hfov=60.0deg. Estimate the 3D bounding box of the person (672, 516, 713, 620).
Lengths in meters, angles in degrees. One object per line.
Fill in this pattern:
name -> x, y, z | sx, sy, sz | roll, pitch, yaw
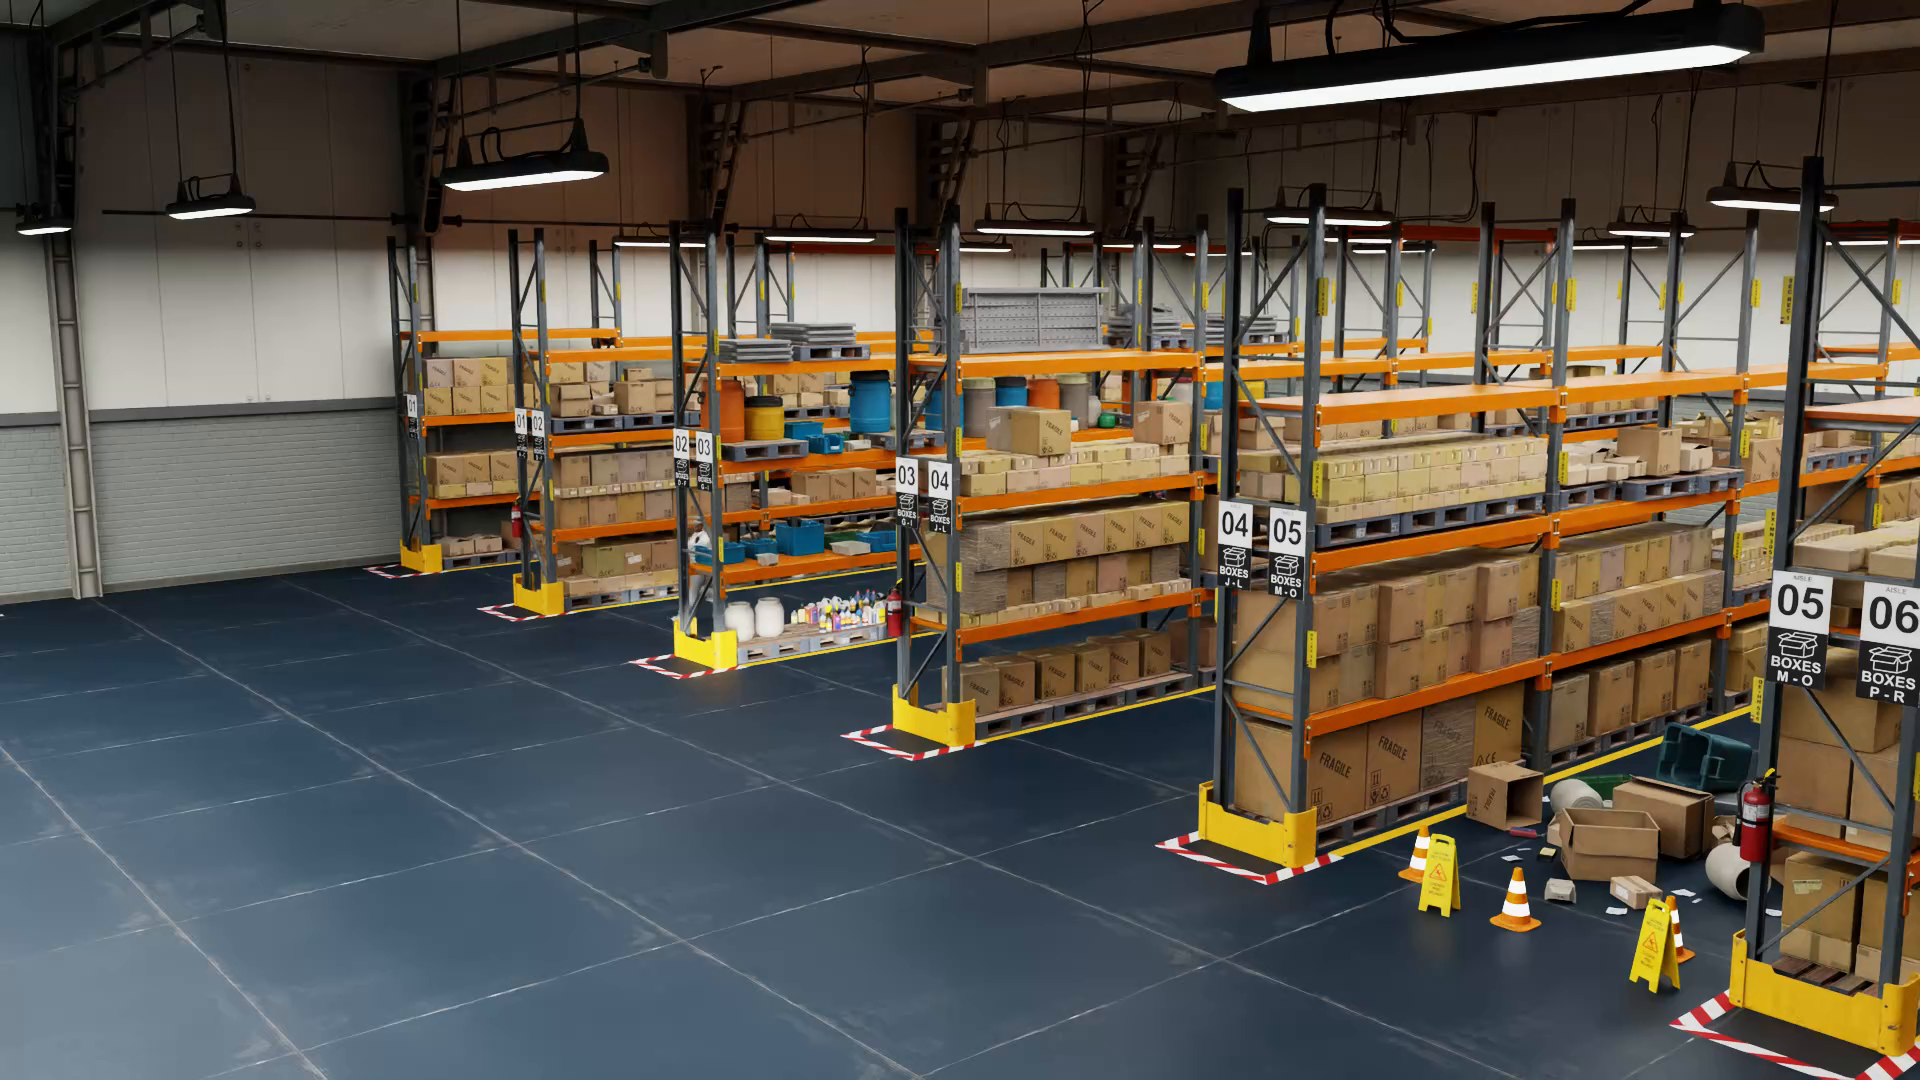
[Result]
person -> -4.029, 0.427, 25.579 | 0.904, 1.641, 0.479 | -5, 10, -29
